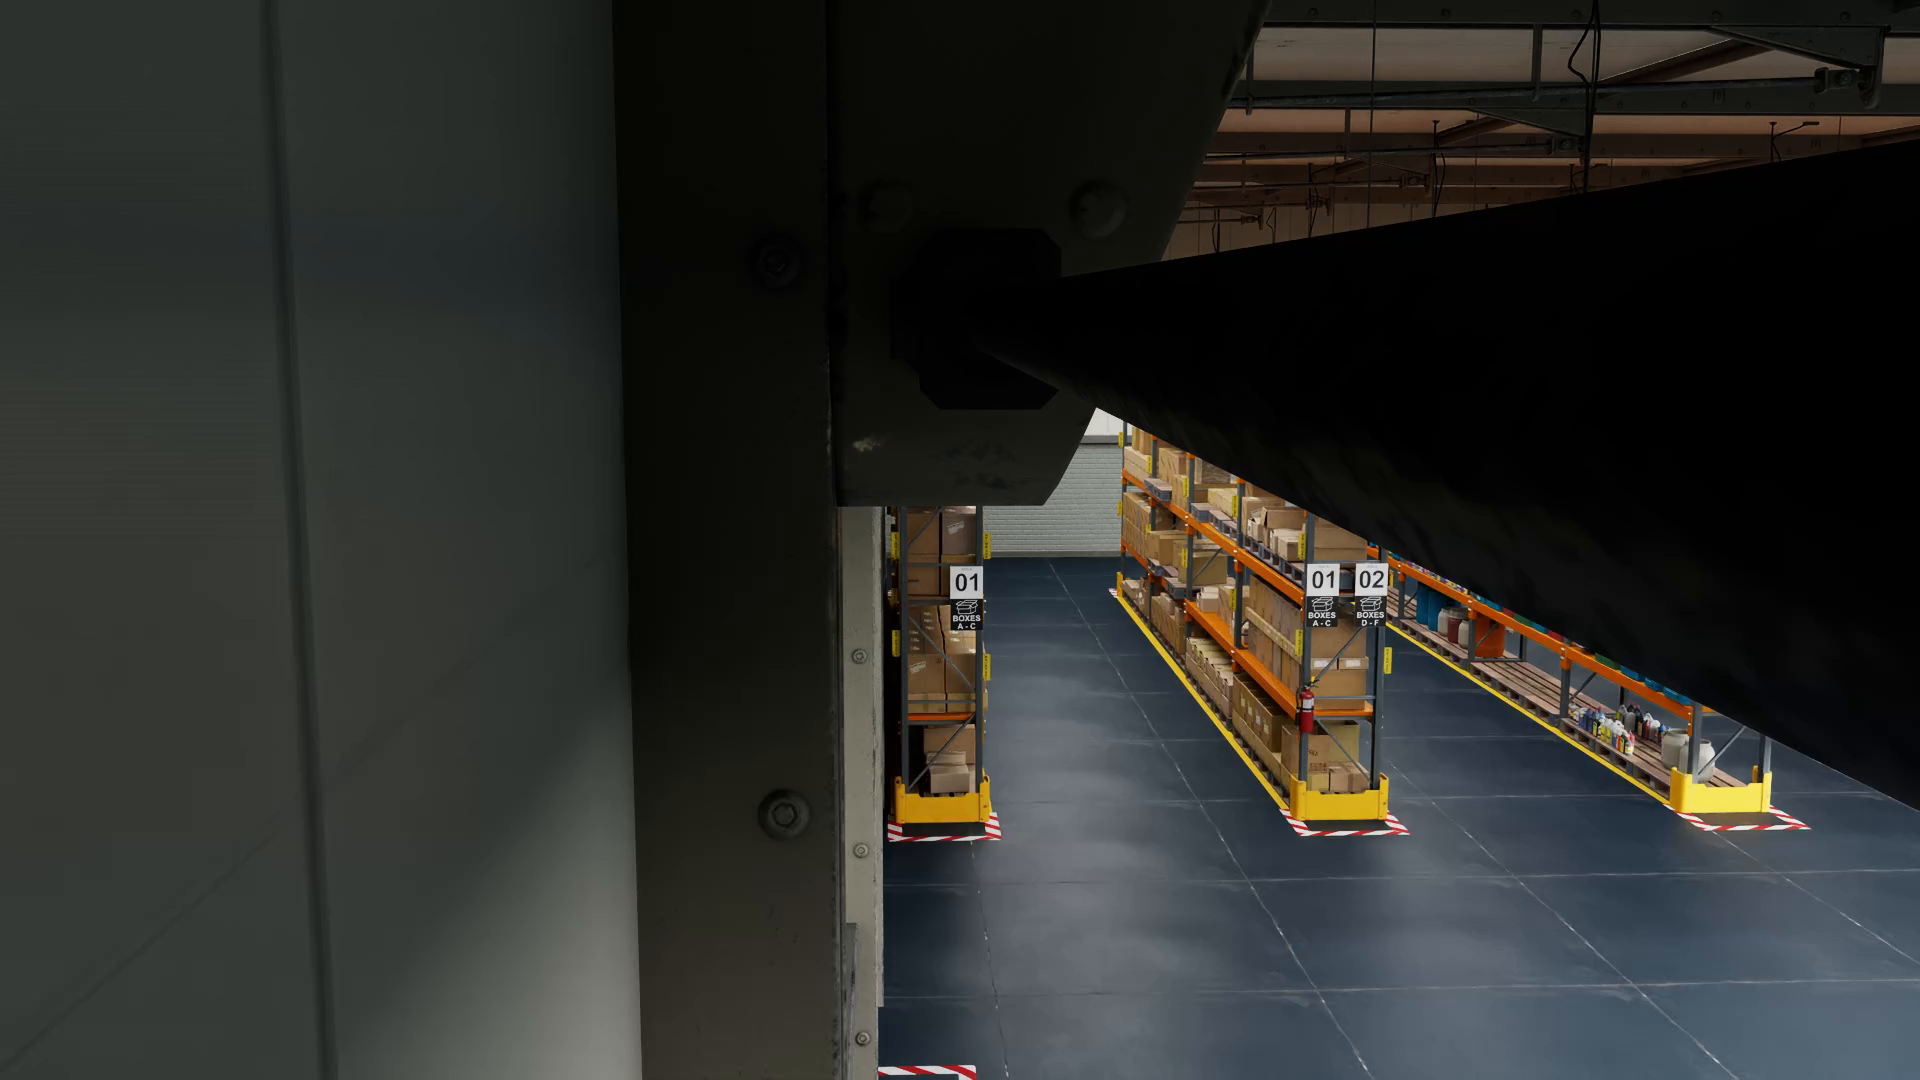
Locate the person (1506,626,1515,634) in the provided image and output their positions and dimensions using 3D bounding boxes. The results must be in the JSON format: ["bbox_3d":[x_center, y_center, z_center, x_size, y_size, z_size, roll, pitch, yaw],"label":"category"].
[{"bbox_3d":[10.767,0.997,32.108,0.536,1.647,0.663,-2,8,-12],"label":"person"}]
